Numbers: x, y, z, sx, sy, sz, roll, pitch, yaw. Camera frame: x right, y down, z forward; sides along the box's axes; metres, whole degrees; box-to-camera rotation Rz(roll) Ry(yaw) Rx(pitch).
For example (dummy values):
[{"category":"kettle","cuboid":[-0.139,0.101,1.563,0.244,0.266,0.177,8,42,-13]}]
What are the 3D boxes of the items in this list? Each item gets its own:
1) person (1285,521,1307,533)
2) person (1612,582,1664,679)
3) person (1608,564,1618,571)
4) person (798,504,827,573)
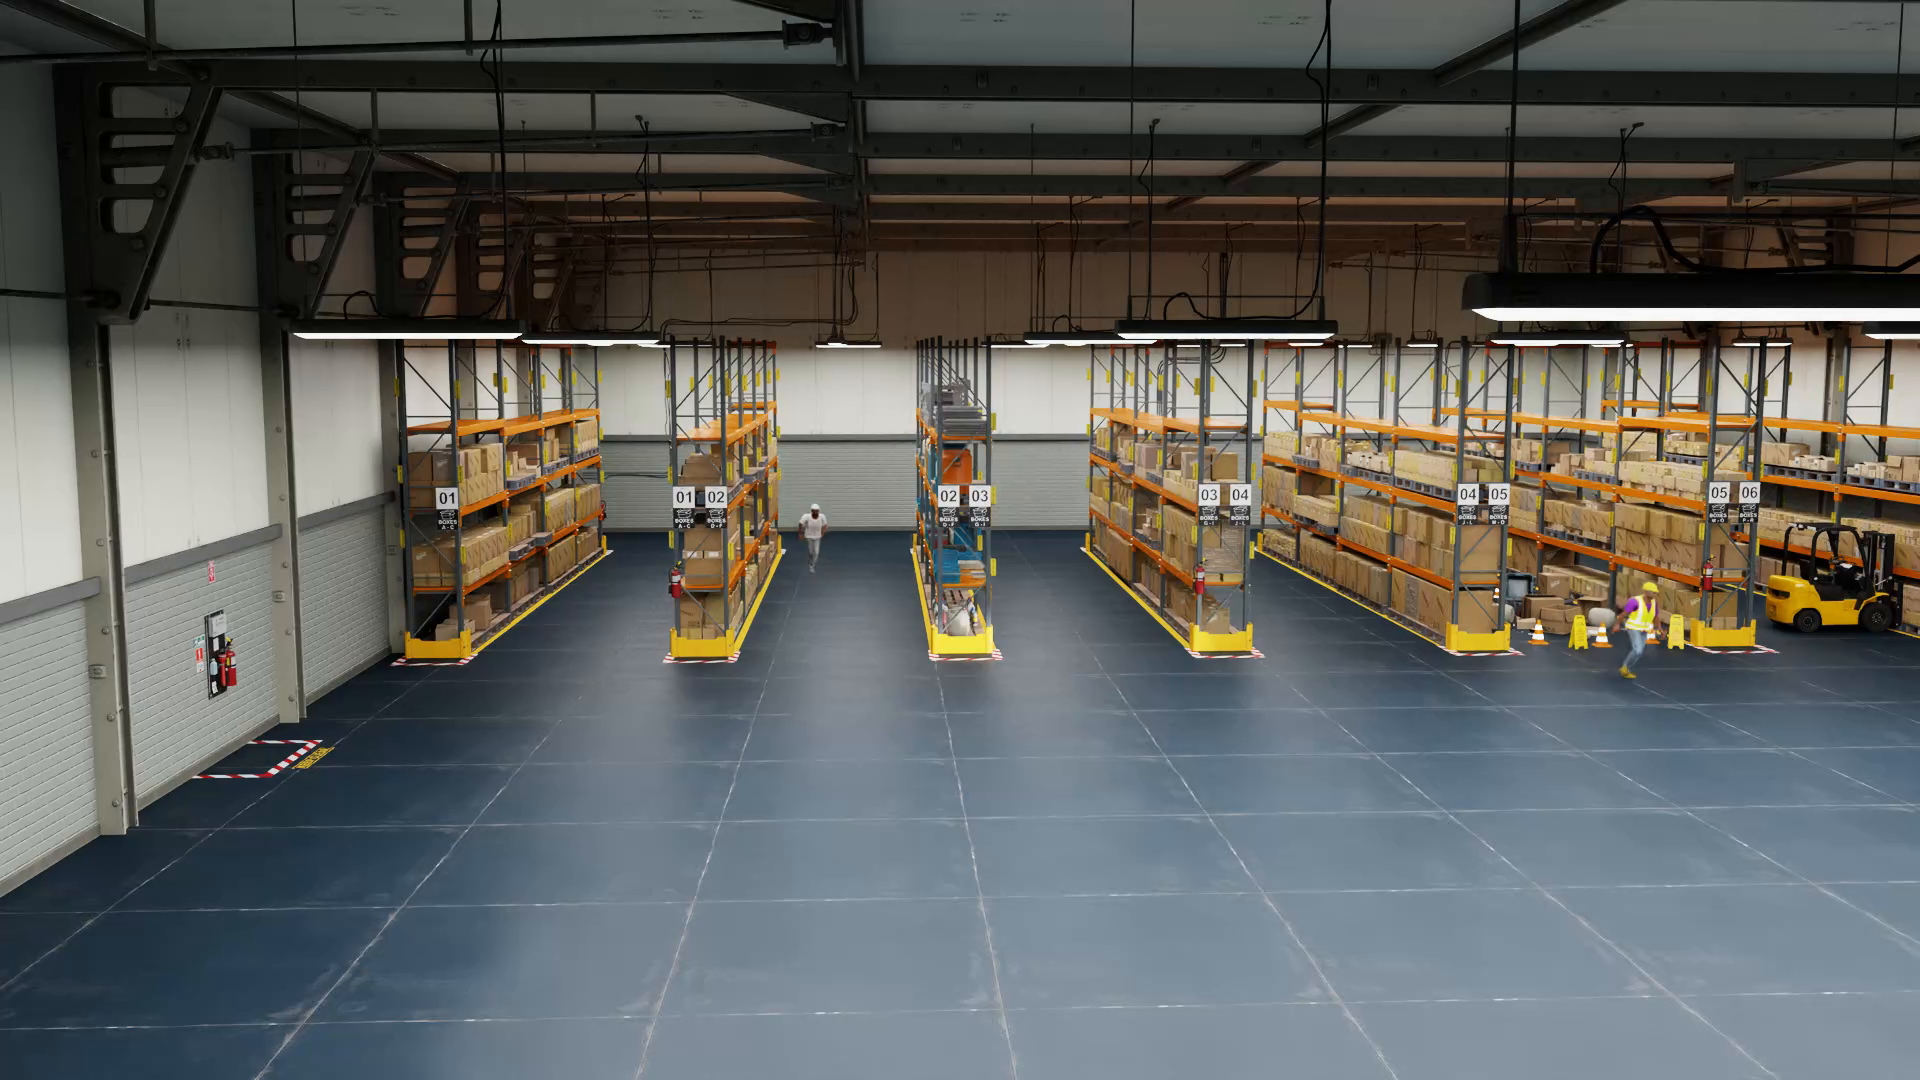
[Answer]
[{"category":"person","cuboid":[9.895,-0.685,48.923,0.761,1.737,0.720,3,7,25]},{"category":"person","cuboid":[11.866,1.578,29.031,0.698,1.725,0.641,-3,7,-25]},{"category":"person","cuboid":[17.139,-0.048,42.893,0.673,1.762,0.992,-2,7,-18]},{"category":"person","cuboid":[-3.616,-0.054,40.962,0.700,1.703,0.709,-2,7,-20]}]
